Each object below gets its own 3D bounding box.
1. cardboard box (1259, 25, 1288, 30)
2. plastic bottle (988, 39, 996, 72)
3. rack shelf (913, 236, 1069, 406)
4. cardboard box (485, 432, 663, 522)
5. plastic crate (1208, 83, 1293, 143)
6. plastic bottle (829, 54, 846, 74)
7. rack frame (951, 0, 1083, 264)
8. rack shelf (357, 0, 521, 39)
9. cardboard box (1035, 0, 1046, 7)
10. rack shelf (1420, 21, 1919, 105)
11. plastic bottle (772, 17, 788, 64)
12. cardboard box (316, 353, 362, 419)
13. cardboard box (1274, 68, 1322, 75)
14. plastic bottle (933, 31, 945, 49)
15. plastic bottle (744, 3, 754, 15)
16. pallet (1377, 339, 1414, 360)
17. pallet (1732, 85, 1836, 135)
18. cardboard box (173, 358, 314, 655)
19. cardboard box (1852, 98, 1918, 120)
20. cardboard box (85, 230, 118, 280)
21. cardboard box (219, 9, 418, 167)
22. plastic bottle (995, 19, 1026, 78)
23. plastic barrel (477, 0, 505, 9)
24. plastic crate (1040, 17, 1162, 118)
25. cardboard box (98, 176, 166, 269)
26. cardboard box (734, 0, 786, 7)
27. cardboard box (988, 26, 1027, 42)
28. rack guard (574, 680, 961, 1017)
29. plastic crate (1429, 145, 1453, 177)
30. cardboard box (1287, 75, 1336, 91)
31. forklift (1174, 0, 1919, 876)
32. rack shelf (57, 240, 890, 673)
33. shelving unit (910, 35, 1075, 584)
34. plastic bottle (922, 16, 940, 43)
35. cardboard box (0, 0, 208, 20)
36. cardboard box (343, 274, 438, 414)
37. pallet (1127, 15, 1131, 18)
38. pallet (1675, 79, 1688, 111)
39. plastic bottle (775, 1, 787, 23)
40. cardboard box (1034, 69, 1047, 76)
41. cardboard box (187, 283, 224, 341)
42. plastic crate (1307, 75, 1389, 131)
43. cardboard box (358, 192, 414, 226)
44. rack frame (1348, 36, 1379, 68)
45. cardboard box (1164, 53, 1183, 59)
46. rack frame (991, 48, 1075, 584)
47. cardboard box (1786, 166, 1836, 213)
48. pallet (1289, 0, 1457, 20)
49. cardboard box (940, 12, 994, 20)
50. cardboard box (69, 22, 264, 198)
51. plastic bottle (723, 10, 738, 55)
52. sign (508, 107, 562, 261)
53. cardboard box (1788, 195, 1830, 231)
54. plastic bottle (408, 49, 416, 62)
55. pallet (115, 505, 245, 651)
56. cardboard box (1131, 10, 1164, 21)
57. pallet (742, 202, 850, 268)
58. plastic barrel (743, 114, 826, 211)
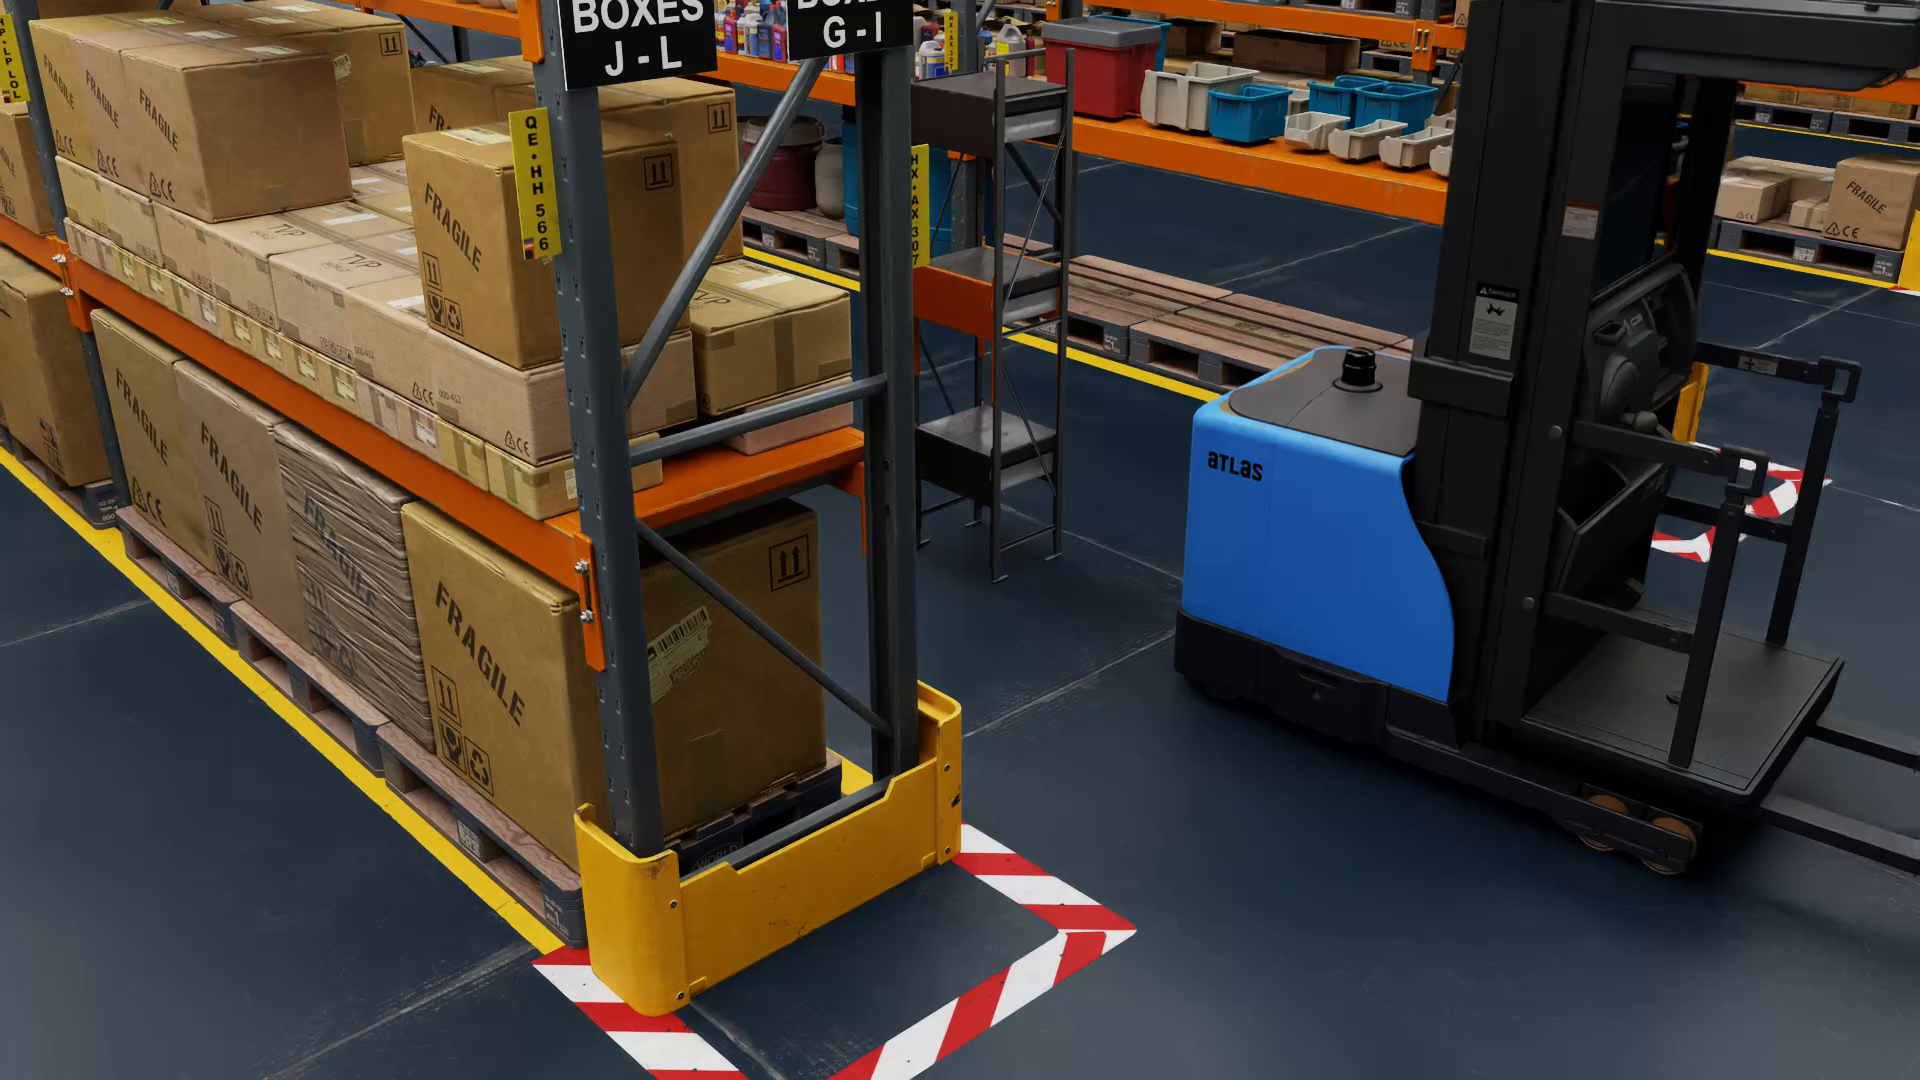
[{"bbox_3d":[4.052,-6.396,20.138,0.700,0.500,0.500,-21,32,-39],"label":"cardboard box"},{"bbox_3d":[0.229,-3.130,10.737,0.097,0.201,0.097,0,25,0],"label":"plastic bottle"},{"bbox_3d":[0.113,-0.893,6.710,0.431,0.518,0.480,-21,32,-38],"label":"rack shelf"},{"bbox_3d":[-1.013,-0.202,4.380,0.380,0.149,0.250,-20,32,-38],"label":"cardboard box"},{"bbox_3d":[1.495,-2.207,8.603,0.416,0.233,0.300,-21,32,-38],"label":"plastic crate"},{"bbox_3d":[-0.748,-3.153,10.697,0.152,0.276,0.135,-21,32,-38],"label":"plastic bottle"},{"bbox_3d":[0.352,-2.918,10.033,1.000,3.000,0.127,-21,32,-38],"label":"rack frame"},{"bbox_3d":[-3.749,-4.409,14.167,1.077,0.370,4.000,-21,32,-38],"label":"rack shelf"},{"bbox_3d":[1.377,-7.518,22.598,0.500,0.500,0.500,21,32,38],"label":"cardboard box"},{"bbox_3d":[5.337,-3.389,11.932,1.077,0.370,4.000,-21,32,-38],"label":"rack shelf"},{"bbox_3d":[-1.190,-3.325,11.064,0.061,0.283,0.133,-21,32,-38],"label":"plastic bottle"},{"bbox_3d":[-1.713,-0.511,5.058,0.380,0.149,0.250,-22,33,-40],"label":"cardboard box"},{"bbox_3d":[3.109,-3.913,14.695,0.500,0.500,0.500,-21,32,-38],"label":"cardboard box"},{"bbox_3d":[-0.129,-3.289,11.085,0.097,0.201,0.097,0,25,0],"label":"plastic bottle"},{"bbox_3d":[-1.571,-3.928,12.486,0.097,0.201,0.097,0,25,0],"label":"plastic bottle"},{"bbox_3d":[2.550,-0.699,8.527,1.003,0.211,1.213,-21,32,-38],"label":"pallet"},{"bbox_3d":[8.046,-4.207,16.219,1.003,0.211,1.213,-21,32,-38],"label":"pallet"},{"bbox_3d":[-2.256,-0.242,6.221,0.875,0.875,0.875,-21,32,-38],"label":"cardboard box"},{"bbox_3d":[8.710,-4.218,15.387,0.700,0.500,0.500,-20,31,-37],"label":"cardboard box"},{"bbox_3d":[-3.125,-1.135,6.427,0.250,0.149,0.380,23,33,40],"label":"cardboard box"},{"bbox_3d":[-2.415,-1.705,6.292,0.500,0.500,0.500,-21,32,-38],"label":"cardboard box"},{"bbox_3d":[0.320,-3.107,10.505,0.144,0.351,0.185,-21,32,-38],"label":"plastic bottle"},{"bbox_3d":[-3.825,-4.698,13.771,0.433,0.535,0.433,0,25,0],"label":"plastic barrel"},{"bbox_3d":[0.779,-2.633,9.258,0.402,0.464,0.583,-21,32,-38],"label":"plastic crate"},{"bbox_3d":[-2.797,-1.212,6.114,0.500,0.250,0.500,-21,32,-39],"label":"cardboard box"},{"bbox_3d":[-2.308,-6.261,19.263,0.500,0.500,0.500,-21,32,-38],"label":"cardboard box"},{"bbox_3d":[0.338,-4.974,16.670,0.500,0.311,0.500,-22,32,-39],"label":"cardboard box"},{"bbox_3d":[-0.513,0.843,4.799,1.175,0.500,0.348,-21,32,-38],"label":"rack guard"},{"bbox_3d":[2.396,-1.809,7.848,0.396,0.136,0.243,-21,32,-38],"label":"plastic crate"},{"bbox_3d":[3.092,-3.606,14.021,0.500,0.500,0.500,-21,32,-38],"label":"cardboard box"},{"bbox_3d":[2.240,-0.571,4.970,3.031,2.935,1.130,19,31,35],"label":"forklift"},{"bbox_3d":[-1.897,-0.580,5.774,1.077,0.370,4.000,-21,32,-38],"label":"rack shelf"},{"bbox_3d":[0.113,-0.905,6.704,0.431,2.100,0.503,-21,32,-38],"label":"shelving unit"},{"bbox_3d":[-0.194,-3.366,11.156,0.061,0.283,0.133,-21,32,-38],"label":"plastic bottle"},{"bbox_3d":[-3.706,-2.206,7.143,0.797,0.503,0.637,-22,33,-40],"label":"cardboard box"},{"bbox_3d":[-1.401,-0.594,4.760,0.500,0.250,0.500,-22,32,-39],"label":"cardboard box"},{"bbox_3d":[2.649,-6.648,21.569,1.003,0.211,1.213,-21,32,-38],"label":"pallet"},{"bbox_3d":[7.001,-4.672,17.238,1.003,0.211,1.213,-21,32,-38],"label":"pallet"},{"bbox_3d":[-1.249,-3.499,11.366,0.144,0.351,0.185,-21,32,-38],"label":"plastic bottle"},{"bbox_3d":[0.698,-4.564,16.448,0.500,0.250,0.500,-20,31,-37],"label":"cardboard box"},{"bbox_3d":[-2.418,-0.822,5.741,0.380,0.149,0.250,-21,32,-38],"label":"cardboard box"},{"bbox_3d":[2.052,-2.316,8.841,0.416,0.233,0.300,-21,32,-38],"label":"plastic crate"},{"bbox_3d":[-1.722,-1.056,5.773,0.500,0.250,0.500,-22,32,-39],"label":"cardboard box"},{"bbox_3d":[4.850,-6.941,18.850,1.000,3.000,0.127,-21,32,-38],"label":"rack frame"},{"bbox_3d":[1.701,-4.221,15.370,0.500,0.500,0.500,22,33,40],"label":"cardboard box"},{"bbox_3d":[0.280,-0.831,6.542,0.400,2.100,0.015,-21,32,-38],"label":"rack frame"},{"bbox_3d":[6.198,-2.456,11.803,0.500,0.250,0.500,-21,32,-38],"label":"cardboard box"},{"bbox_3d":[3.504,-4.508,13.749,1.003,0.211,1.213,-21,32,-38],"label":"pallet"},{"bbox_3d":[0.029,-5.439,17.689,0.500,0.311,0.500,-22,32,-39],"label":"cardboard box"},{"bbox_3d":[-2.792,-1.552,5.958,0.500,0.500,0.500,-21,32,-38],"label":"cardboard box"},{"bbox_3d":[-1.566,-3.491,11.429,0.061,0.283,0.133,-21,32,-38],"label":"plastic bottle"},{"bbox_3d":[-0.935,-0.786,3.679,0.100,0.325,0.005,-21,32,-38],"label":"sign"},{"bbox_3d":[5.942,-2.265,11.484,0.380,0.166,0.250,-21,32,-38],"label":"cardboard box"},{"bbox_3d":[-5.494,-4.756,16.724,0.185,0.351,0.144,22,33,40],"label":"plastic bottle"},{"bbox_3d":[-2.801,0.008,6.978,1.003,0.211,1.213,-21,32,-38],"label":"pallet"},{"bbox_3d":[2.631,-6.997,21.455,0.700,0.500,0.500,-20,31,-37],"label":"cardboard box"},{"bbox_3d":[-0.983,-2.265,11.960,1.003,0.211,1.213,-21,32,-38],"label":"pallet"},{"bbox_3d":[-1.263,-2.739,12.038,0.600,0.588,0.708,-21,32,-38],"label":"plastic barrel"}]
